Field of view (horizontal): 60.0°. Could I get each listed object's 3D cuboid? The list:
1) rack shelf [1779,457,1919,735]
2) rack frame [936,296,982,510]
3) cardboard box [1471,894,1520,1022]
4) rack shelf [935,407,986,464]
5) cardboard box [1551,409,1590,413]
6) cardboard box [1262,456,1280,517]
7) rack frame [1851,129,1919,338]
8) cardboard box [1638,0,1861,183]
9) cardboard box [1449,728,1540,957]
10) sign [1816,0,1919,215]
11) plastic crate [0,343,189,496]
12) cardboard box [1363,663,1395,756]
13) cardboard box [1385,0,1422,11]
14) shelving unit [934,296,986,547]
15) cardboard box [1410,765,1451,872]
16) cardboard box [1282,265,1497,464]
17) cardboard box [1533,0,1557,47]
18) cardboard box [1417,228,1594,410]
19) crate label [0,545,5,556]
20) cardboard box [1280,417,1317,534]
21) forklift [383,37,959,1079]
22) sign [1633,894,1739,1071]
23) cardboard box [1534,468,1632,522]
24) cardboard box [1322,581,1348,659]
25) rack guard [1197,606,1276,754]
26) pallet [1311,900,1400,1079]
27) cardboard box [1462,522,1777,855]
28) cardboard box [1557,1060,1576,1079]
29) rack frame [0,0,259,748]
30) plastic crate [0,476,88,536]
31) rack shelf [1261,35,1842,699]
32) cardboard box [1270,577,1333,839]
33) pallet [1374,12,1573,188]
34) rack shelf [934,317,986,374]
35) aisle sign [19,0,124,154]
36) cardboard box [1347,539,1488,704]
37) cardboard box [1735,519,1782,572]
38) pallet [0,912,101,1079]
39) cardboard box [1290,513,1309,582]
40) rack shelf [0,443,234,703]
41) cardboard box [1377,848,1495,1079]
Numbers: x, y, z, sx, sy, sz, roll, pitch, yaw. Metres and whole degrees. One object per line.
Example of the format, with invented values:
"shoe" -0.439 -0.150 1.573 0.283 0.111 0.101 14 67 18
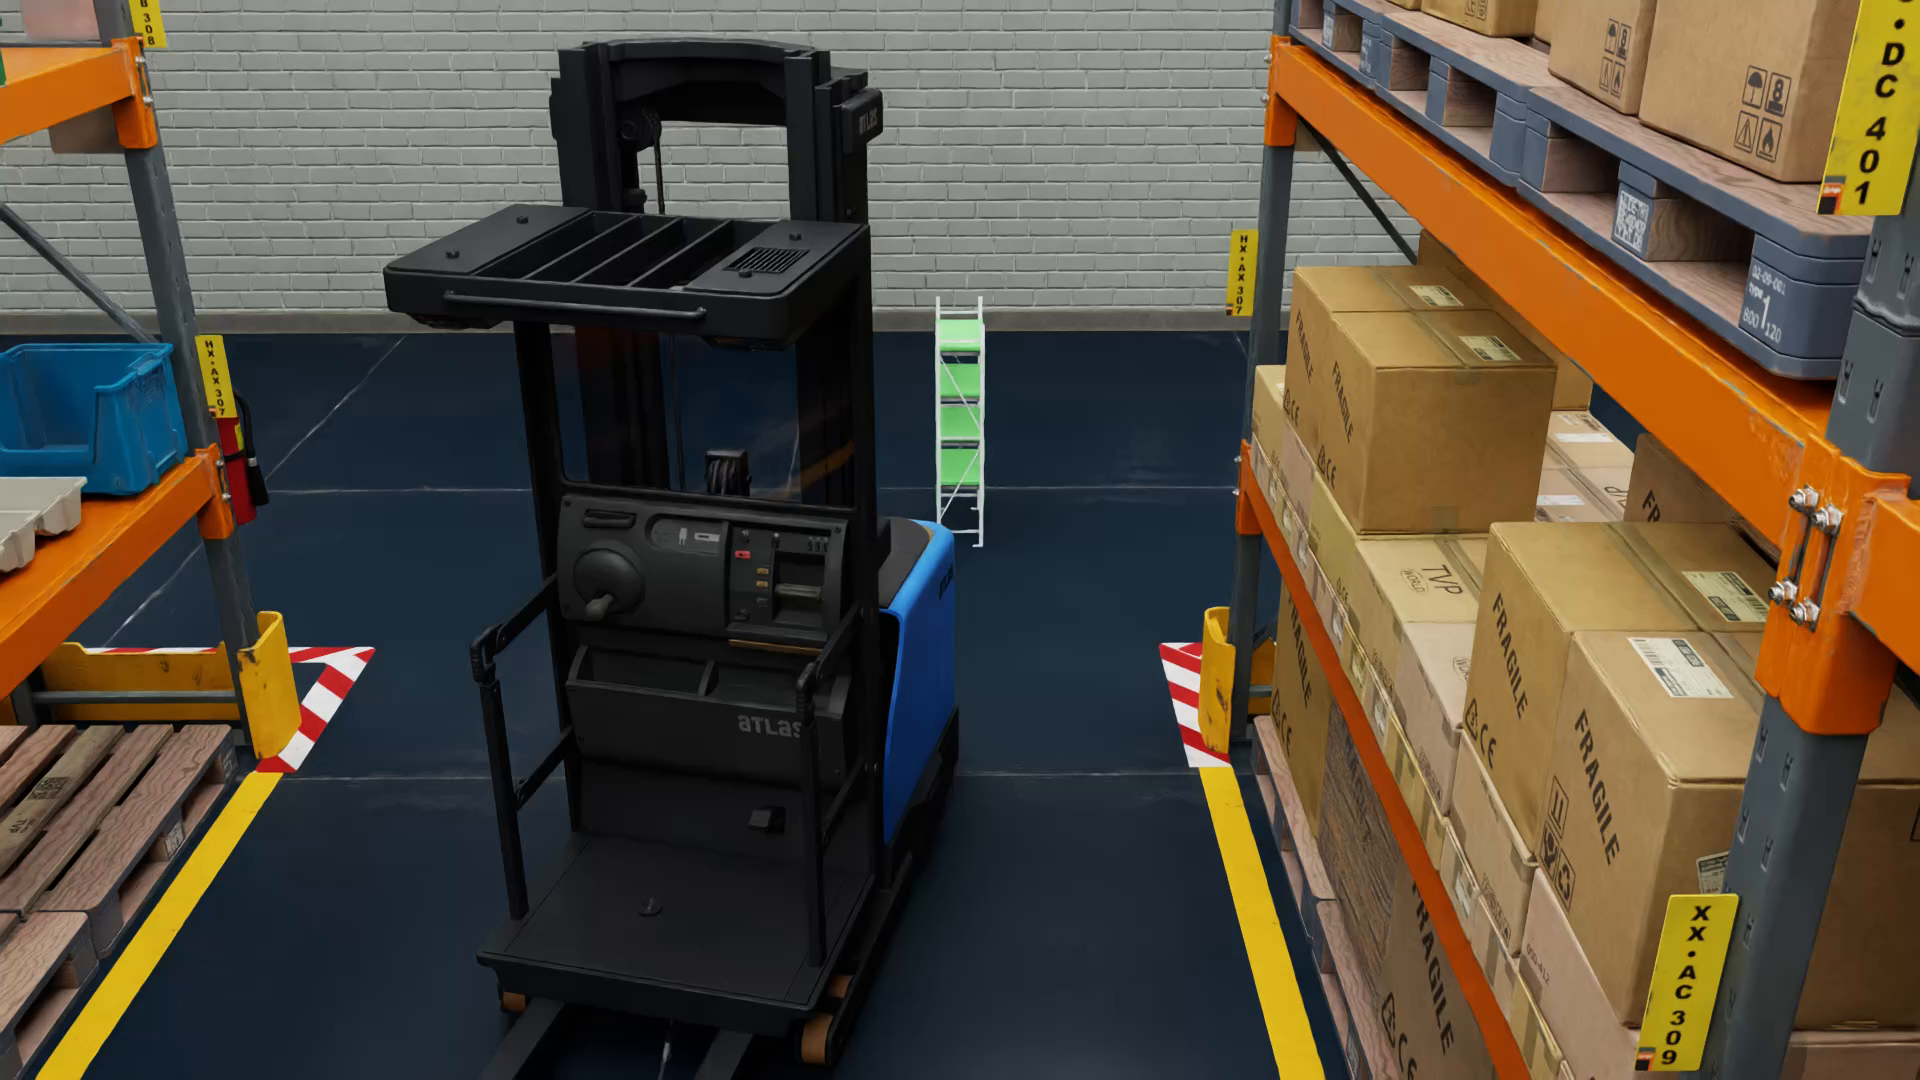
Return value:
"rack shelf" 1.662 0.879 0.400 1.077 0.370 4.000 0 24 -1
"rack frame" -0.004 -0.715 8.876 0.240 1.200 0.015 0 24 -1
"cardboard box" 1.304 0.872 3.487 0.380 0.149 0.250 -1 24 -1
"rack shelf" -0.002 -0.557 8.680 0.258 0.148 0.480 0 24 -1
"cardboard box" 1.867 -0.423 5.867 0.500 0.250 0.500 -1 24 -1
"cardboard box" 1.275 -0.187 5.828 0.380 0.149 0.250 -1 24 -1
"rack frame" 1.640 -1.640 1.456 1.000 3.000 0.127 0 24 -1
"cardboard box" 1.572 -0.878 2.659 0.700 0.500 0.500 -2 24 -4
"cardboard box" 1.365 0.632 3.533 0.500 0.250 0.500 0 24 1
"sign" 1.085 -0.542 1.944 0.100 0.325 0.005 0 24 -1
"plastic crate" -3.166 -0.439 5.964 0.616 0.435 0.499 0 24 -1
"cardboard box" 1.293 0.449 4.421 0.380 0.149 0.250 0 24 0
"cardboard box" 1.542 -1.757 4.604 0.700 0.500 0.500 -1 24 -2
"shelving unit" -0.002 -0.615 8.654 0.258 1.200 0.503 0 24 -1
"cardboard box" 1.298 0.660 3.956 0.380 0.149 0.250 0 24 0
"cardboard box" 1.337 -0.559 5.256 0.500 0.500 0.500 -1 24 -2
"cardboard box" 1.707 -1.315 3.626 0.700 0.500 0.500 1 24 2
"cardboard box" 1.865 -0.764 5.710 0.500 0.500 0.500 0 24 0
"crate label" -3.150 0.130 5.070 0.396 0.136 0.243 0 24 -1
"cardboard box" 1.344 -0.209 5.393 0.500 0.250 0.500 -1 24 -1
"forklift" -0.849 0.119 4.930 1.130 2.935 3.031 6 25 12
"sign" 1.085 0.666 2.491 0.100 0.325 0.005 0 24 -1
"cardboard box" 1.878 -0.005 4.941 0.500 0.250 0.500 -1 24 -2
"cardboard box" 1.287 0.237 4.890 0.380 0.149 0.250 -1 24 -1
"rack guard" 1.596 0.574 6.873 1.175 0.500 0.348 0 24 -1
"pallet" 1.694 1.546 5.075 1.003 0.211 1.213 0 24 -1
"cardboard box" 1.367 0.290 3.380 0.500 0.500 0.500 0 24 0
"cardboard box" 1.309 1.084 3.018 0.380 0.149 0.250 0 24 0
"rack frame" -3.356 -0.532 6.287 1.000 3.000 0.127 0 24 -1
"plastic crate" -3.166 -0.104 5.588 0.396 0.136 0.243 0 24 -1
"rack shelf" 1.618 -0.770 4.044 1.077 0.370 4.000 0 24 -1
"cardboard box" 1.684 0.485 6.105 0.875 0.875 0.875 0 24 -1
"pallet" 1.631 -1.071 3.947 1.003 0.211 1.213 0 24 -1
"rack shelf" -0.002 -0.994 8.482 0.258 0.148 0.480 0 24 -1
"aisle sign" -3.064 -1.748 5.820 0.394 0.787 0.004 0 24 -1
"cardboard box" 1.357 0.213 4.459 0.500 0.250 0.500 -1 24 -2
"cardboard box" 1.893 0.283 3.395 0.500 0.500 0.500 0 24 -1
"pallet" -3.375 1.580 5.001 1.003 0.211 1.213 0 24 -1
"cardboard box" 1.282 0.026 5.357 0.380 0.149 0.250 -1 24 -1
"rack shelf" -3.334 0.619 4.613 1.077 0.370 4.000 0 24 -1
"cardboard box" 1.703 1.227 4.466 0.875 0.875 0.875 0 24 -1
